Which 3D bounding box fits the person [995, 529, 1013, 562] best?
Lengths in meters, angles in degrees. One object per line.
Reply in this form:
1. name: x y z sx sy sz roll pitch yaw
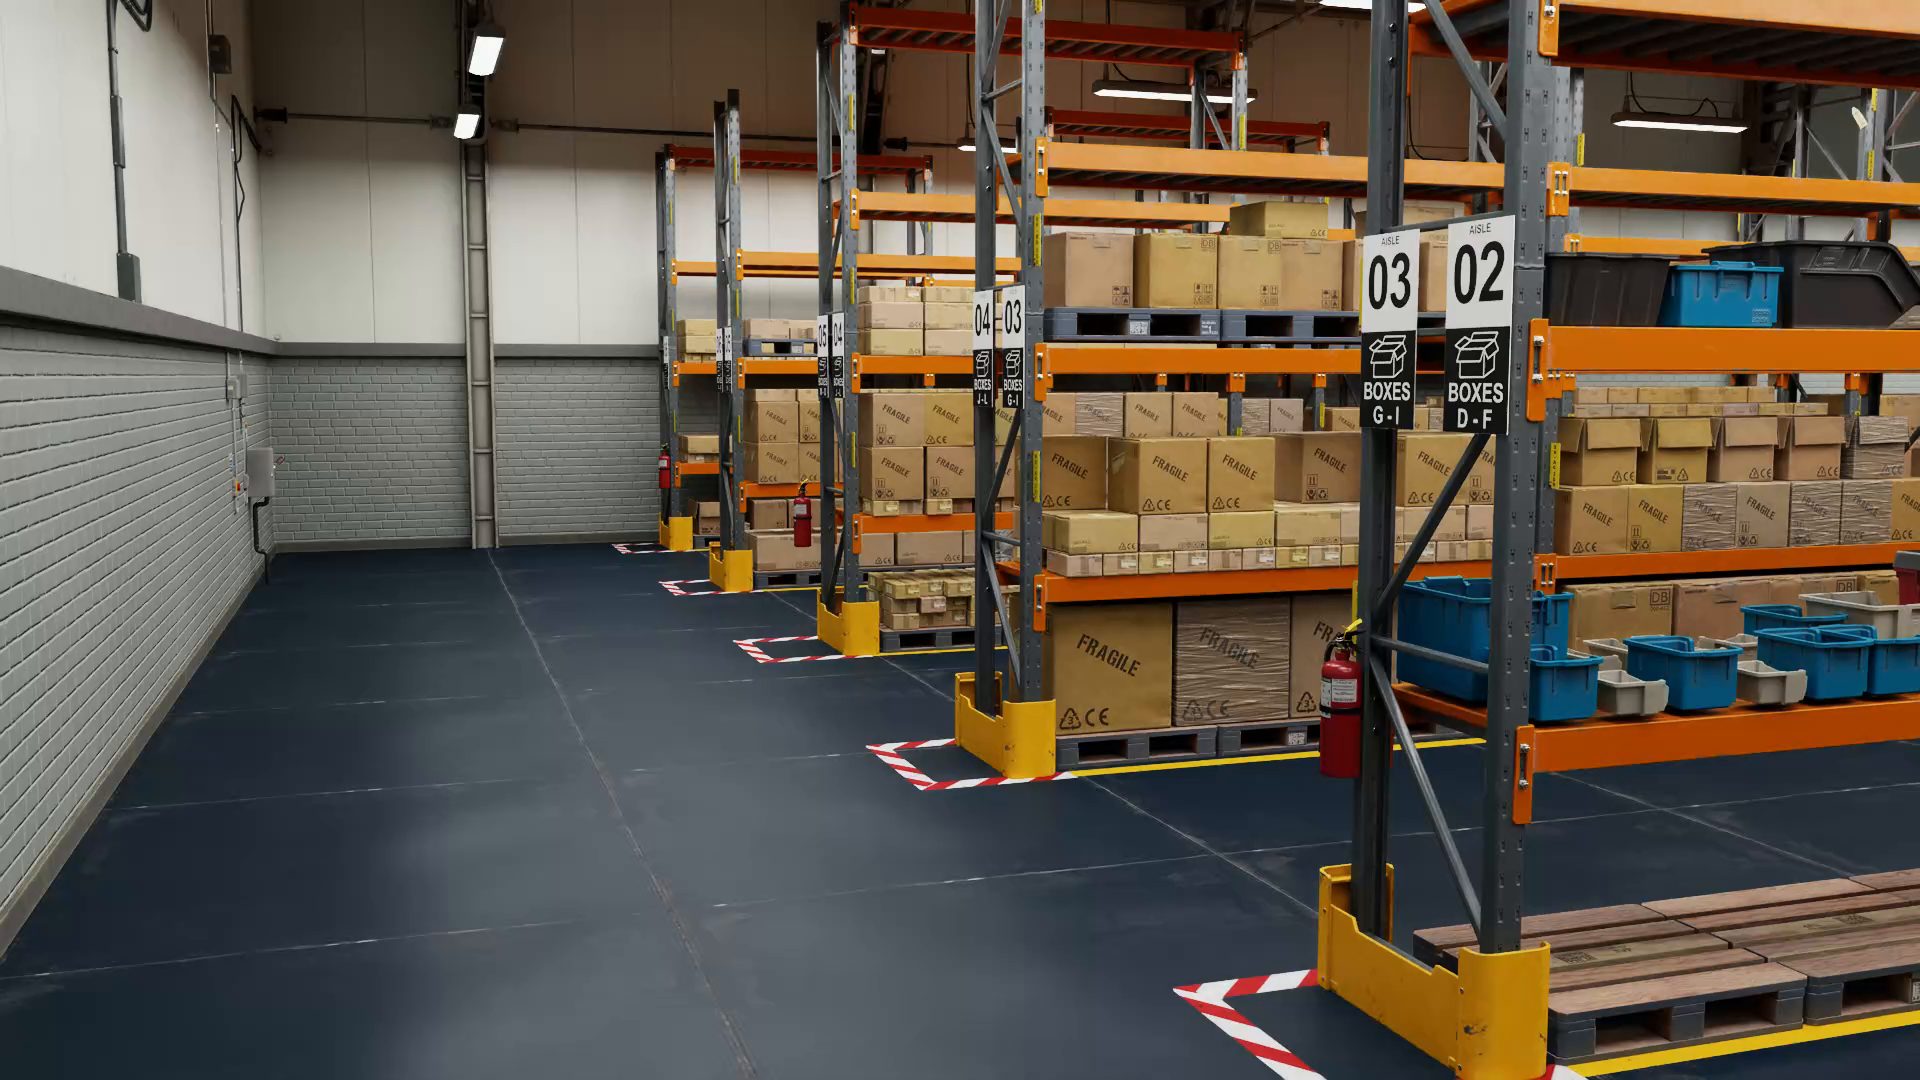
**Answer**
1. person: 0.523 -0.191 19.491 0.456 1.778 0.615 -2 6 -19
